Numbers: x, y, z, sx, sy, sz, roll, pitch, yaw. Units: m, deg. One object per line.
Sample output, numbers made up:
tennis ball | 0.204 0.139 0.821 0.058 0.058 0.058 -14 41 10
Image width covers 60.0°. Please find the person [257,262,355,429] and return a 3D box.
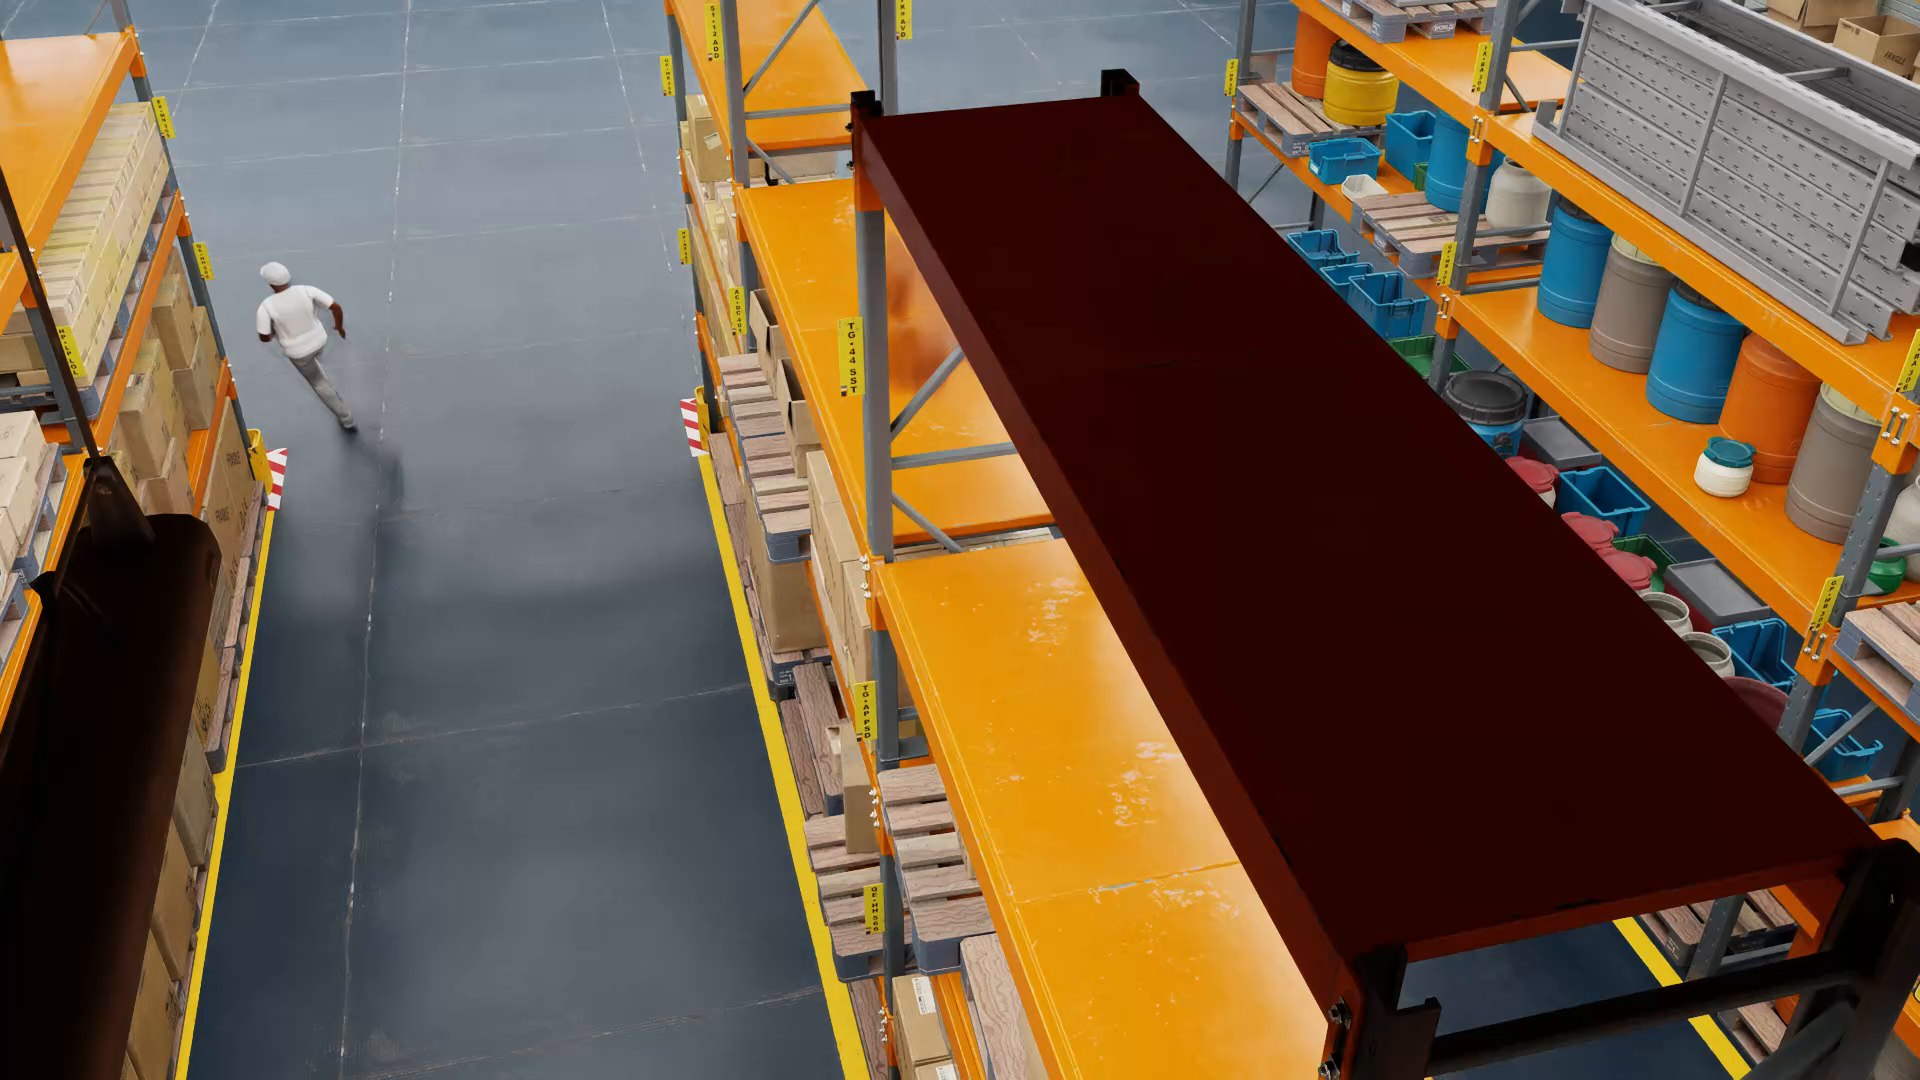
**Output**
person | -6.018 -1.792 15.164 0.666 1.690 0.718 25 42 32
